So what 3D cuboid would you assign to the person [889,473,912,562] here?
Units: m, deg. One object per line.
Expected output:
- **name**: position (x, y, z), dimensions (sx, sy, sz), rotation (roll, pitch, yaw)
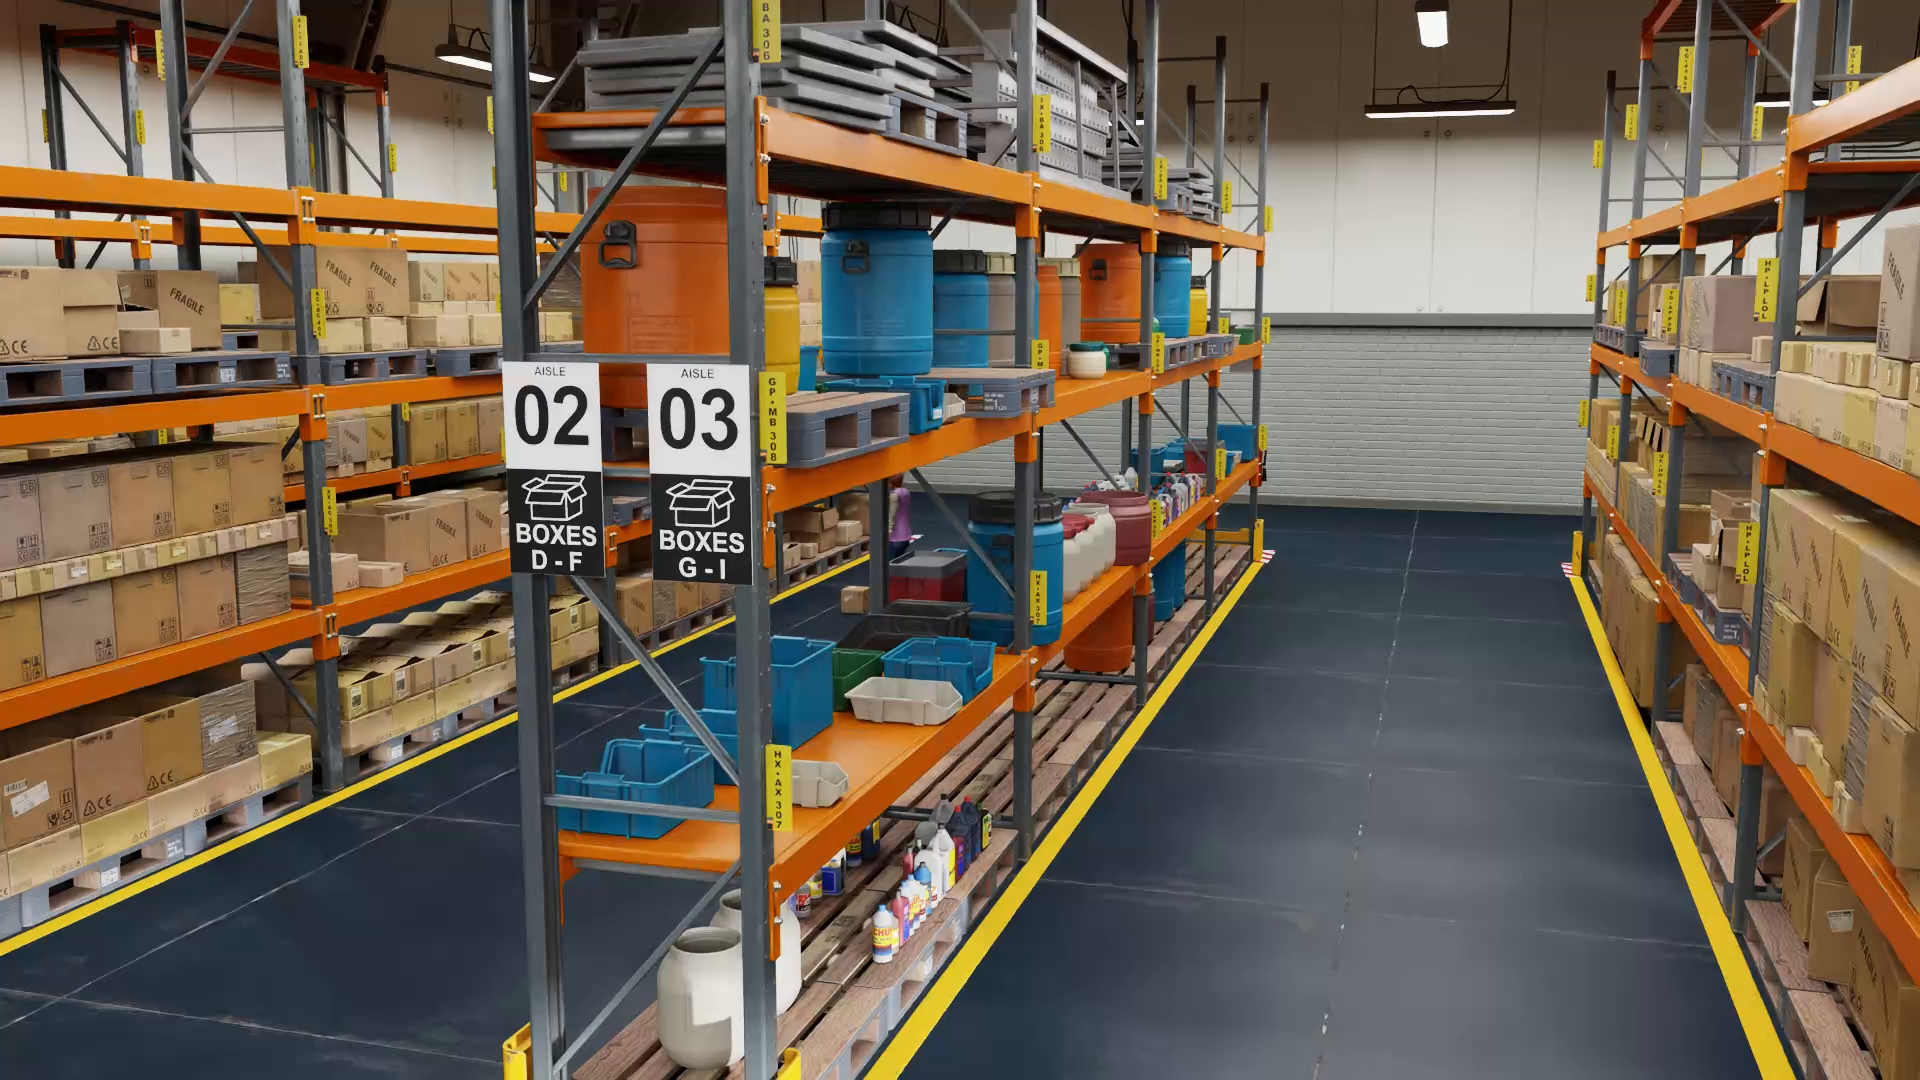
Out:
- **person**: position (-0.684, 0.022, 17.823), dimensions (0.306, 1.576, 0.409), rotation (3, 9, 17)
